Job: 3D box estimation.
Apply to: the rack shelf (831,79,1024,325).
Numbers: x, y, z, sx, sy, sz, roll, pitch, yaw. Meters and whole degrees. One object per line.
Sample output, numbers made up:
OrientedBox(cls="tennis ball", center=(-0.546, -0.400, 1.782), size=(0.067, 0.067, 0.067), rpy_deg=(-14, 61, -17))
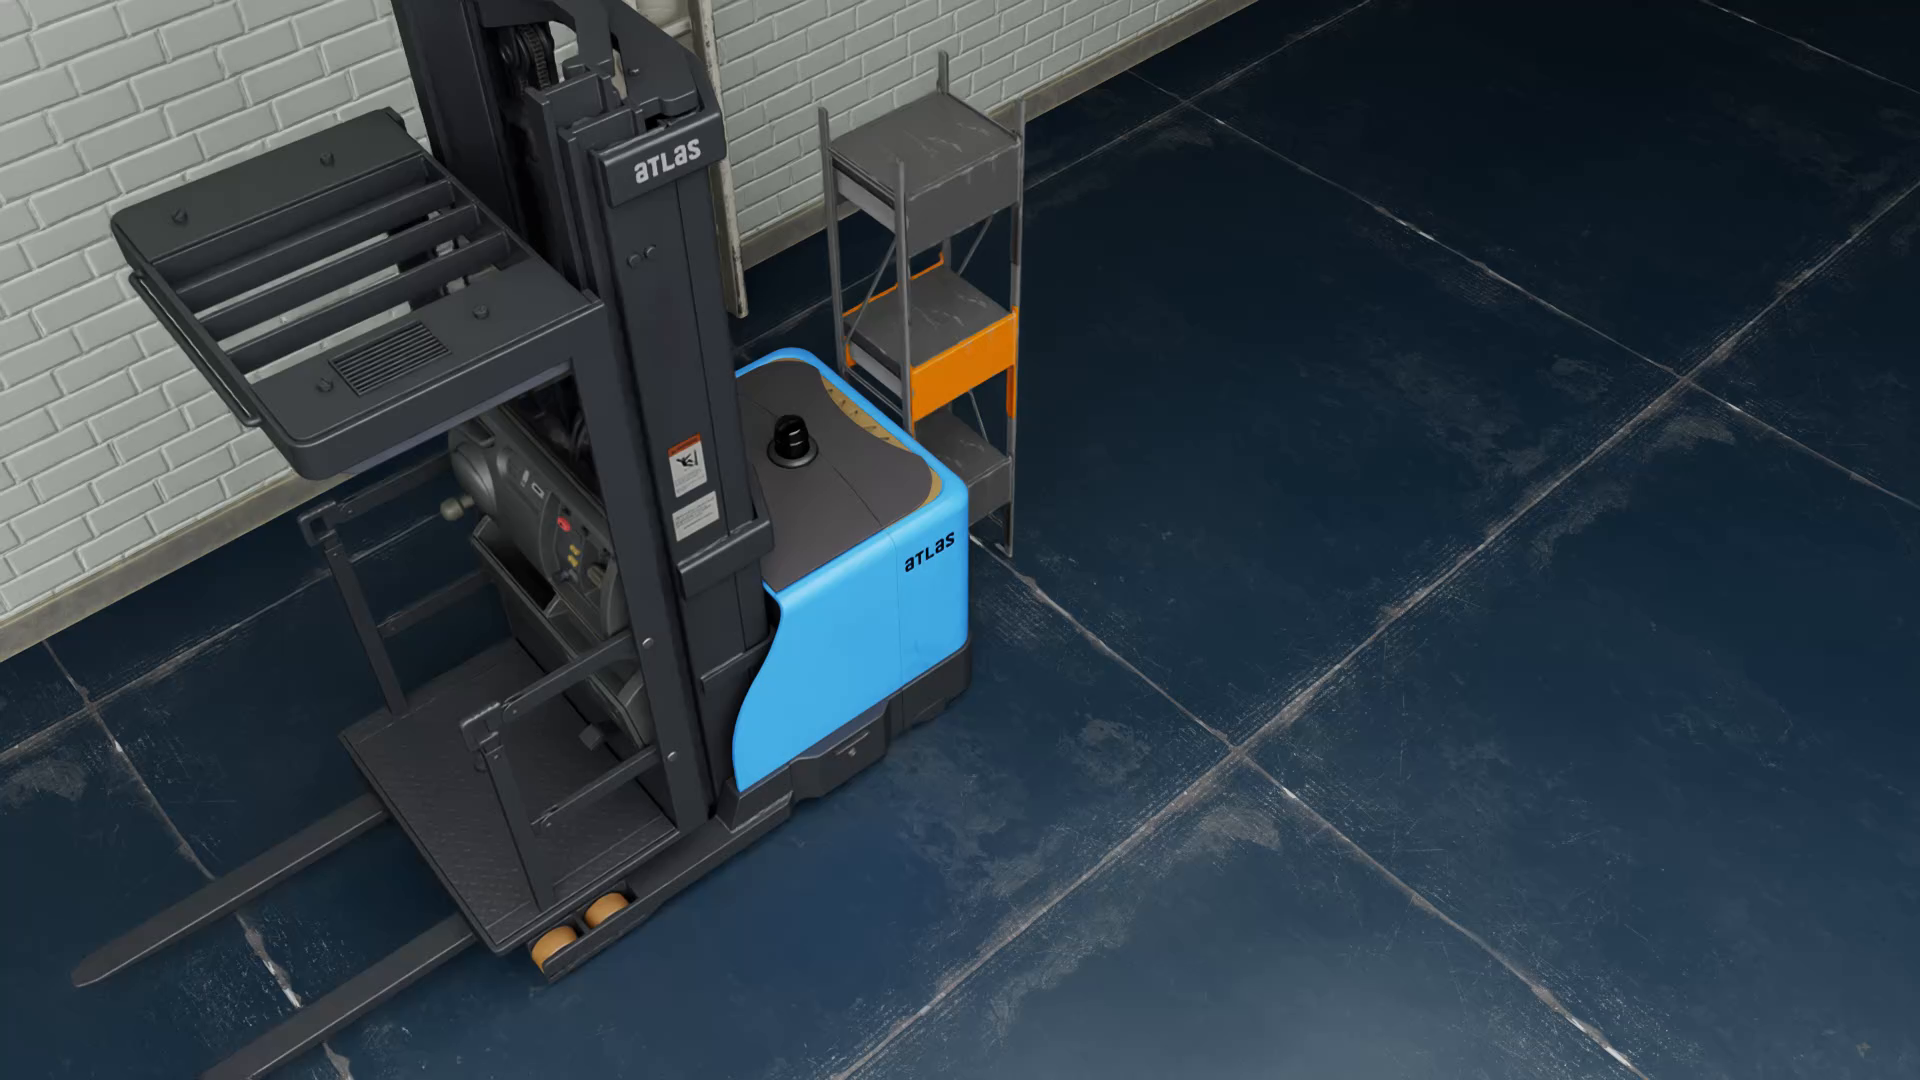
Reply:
OrientedBox(cls="rack shelf", center=(-0.116, -1.098, 5.399), size=(0.480, 0.518, 0.431), rpy_deg=(-32, 55, -26))

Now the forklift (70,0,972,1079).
OrientedBox(cls="forklift", center=(-1.410, -0.013, 4.768), size=(3.031, 2.935, 1.130), rpy_deg=(-32, 55, -26))

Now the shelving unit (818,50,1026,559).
OrientedBox(cls="shelving unit", center=(-0.114, -0.634, 5.905), size=(0.503, 2.100, 0.431), rpy_deg=(-32, 55, -26))

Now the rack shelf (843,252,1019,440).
OrientedBox(cls="rack shelf", center=(-0.114, -0.625, 5.915), size=(0.480, 0.518, 0.431), rpy_deg=(-32, 55, -26))

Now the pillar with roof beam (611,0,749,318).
OrientedBox(cls="pillar with roof beam", center=(1.670, -1.747, 2.239), size=(0.400, 9.000, 9.100), rpy_deg=(-34, 56, -27))

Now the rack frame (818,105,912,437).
OrientedBox(cls="rack frame", center=(-0.299, -0.516, 5.797), size=(0.015, 2.100, 0.400), rpy_deg=(-32, 55, -26))

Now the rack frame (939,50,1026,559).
OrientedBox(cls="rack frame", center=(0.071, -0.751, 6.012), size=(0.015, 2.100, 0.400), rpy_deg=(-32, 55, -26))

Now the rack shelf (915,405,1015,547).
OrientedBox(cls="rack shelf", center=(-0.112, -0.151, 6.430), size=(0.480, 0.518, 0.431), rpy_deg=(-32, 55, -26))
